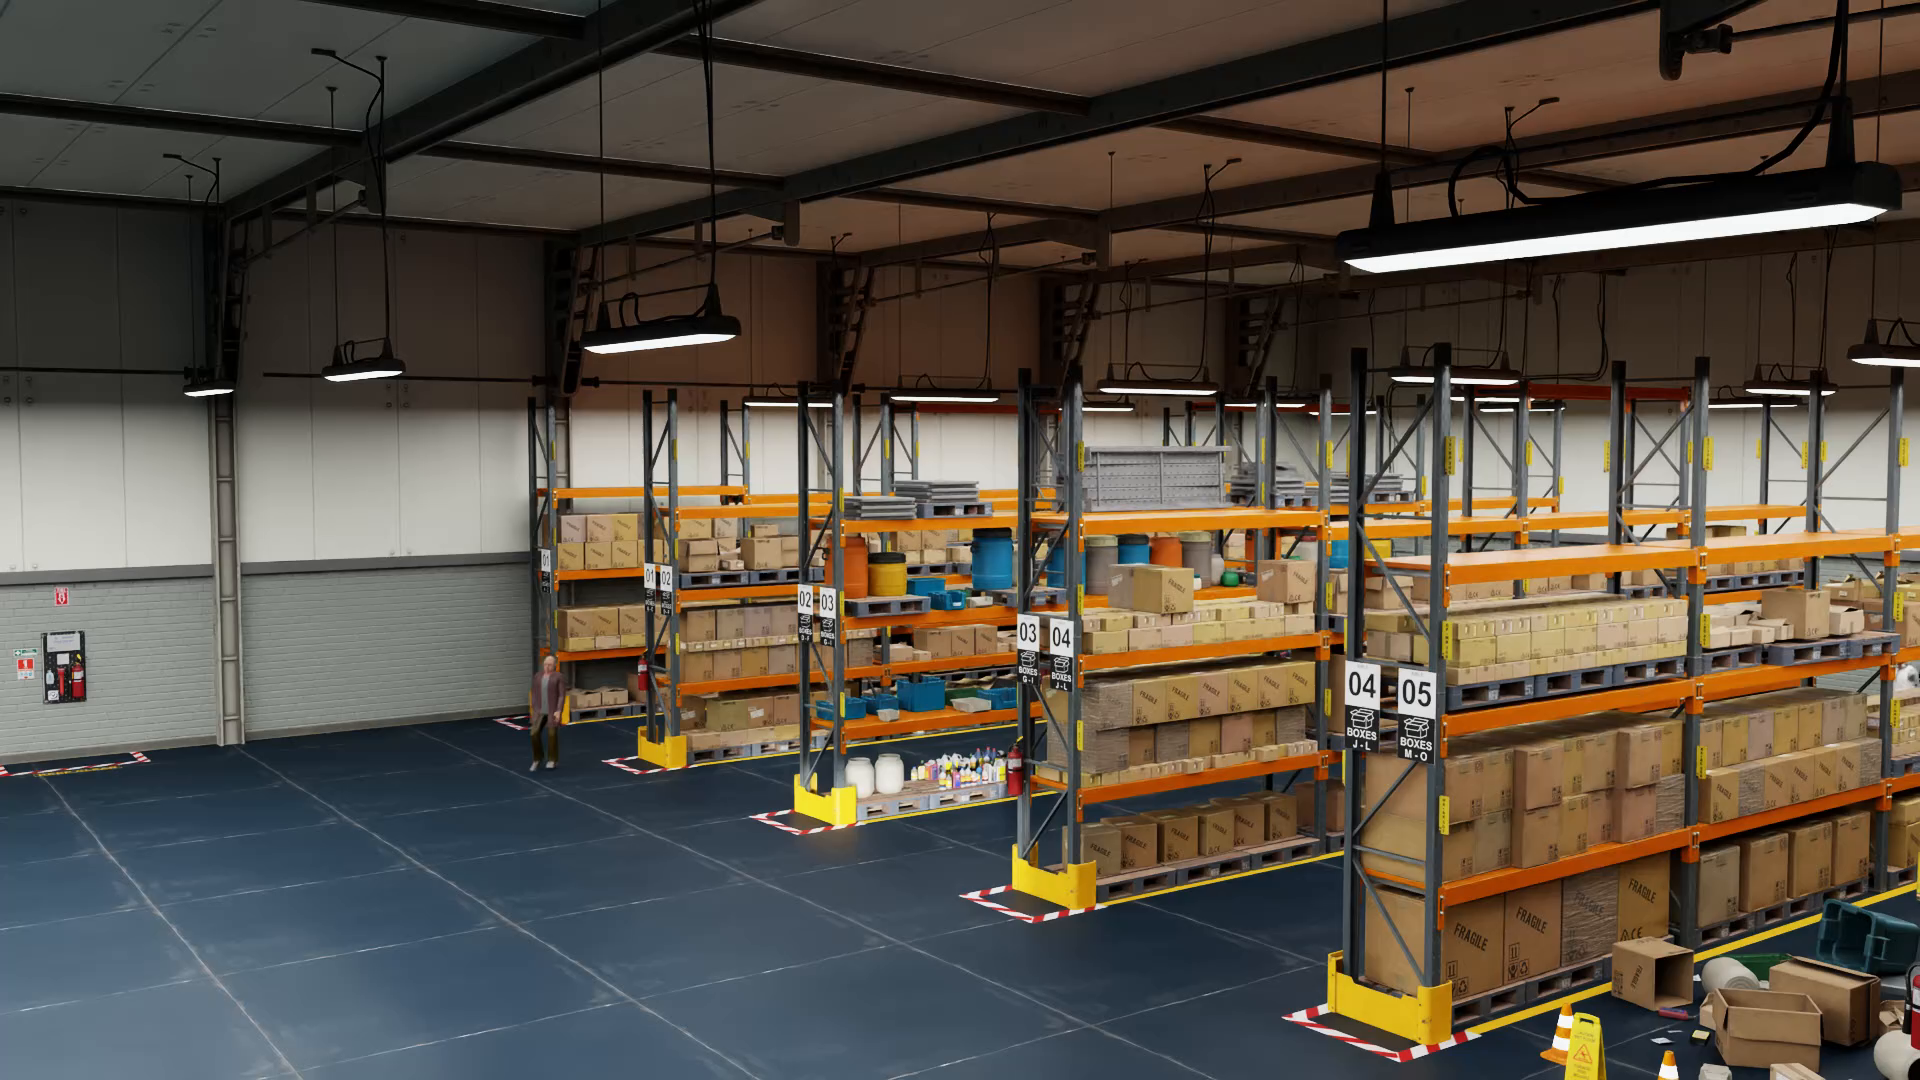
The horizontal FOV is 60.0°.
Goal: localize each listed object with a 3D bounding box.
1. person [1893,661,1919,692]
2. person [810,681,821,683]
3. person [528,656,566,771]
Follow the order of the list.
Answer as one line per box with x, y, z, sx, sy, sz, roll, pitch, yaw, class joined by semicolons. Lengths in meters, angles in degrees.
15.664;2.648;27.710;0.573;1.735;1.017;3;5;44;person
-2.919;2.358;32.444;0.812;1.761;0.631;-2;4;-24;person
-6.497;2.744;26.158;0.609;1.845;0.478;0;3;5;person
